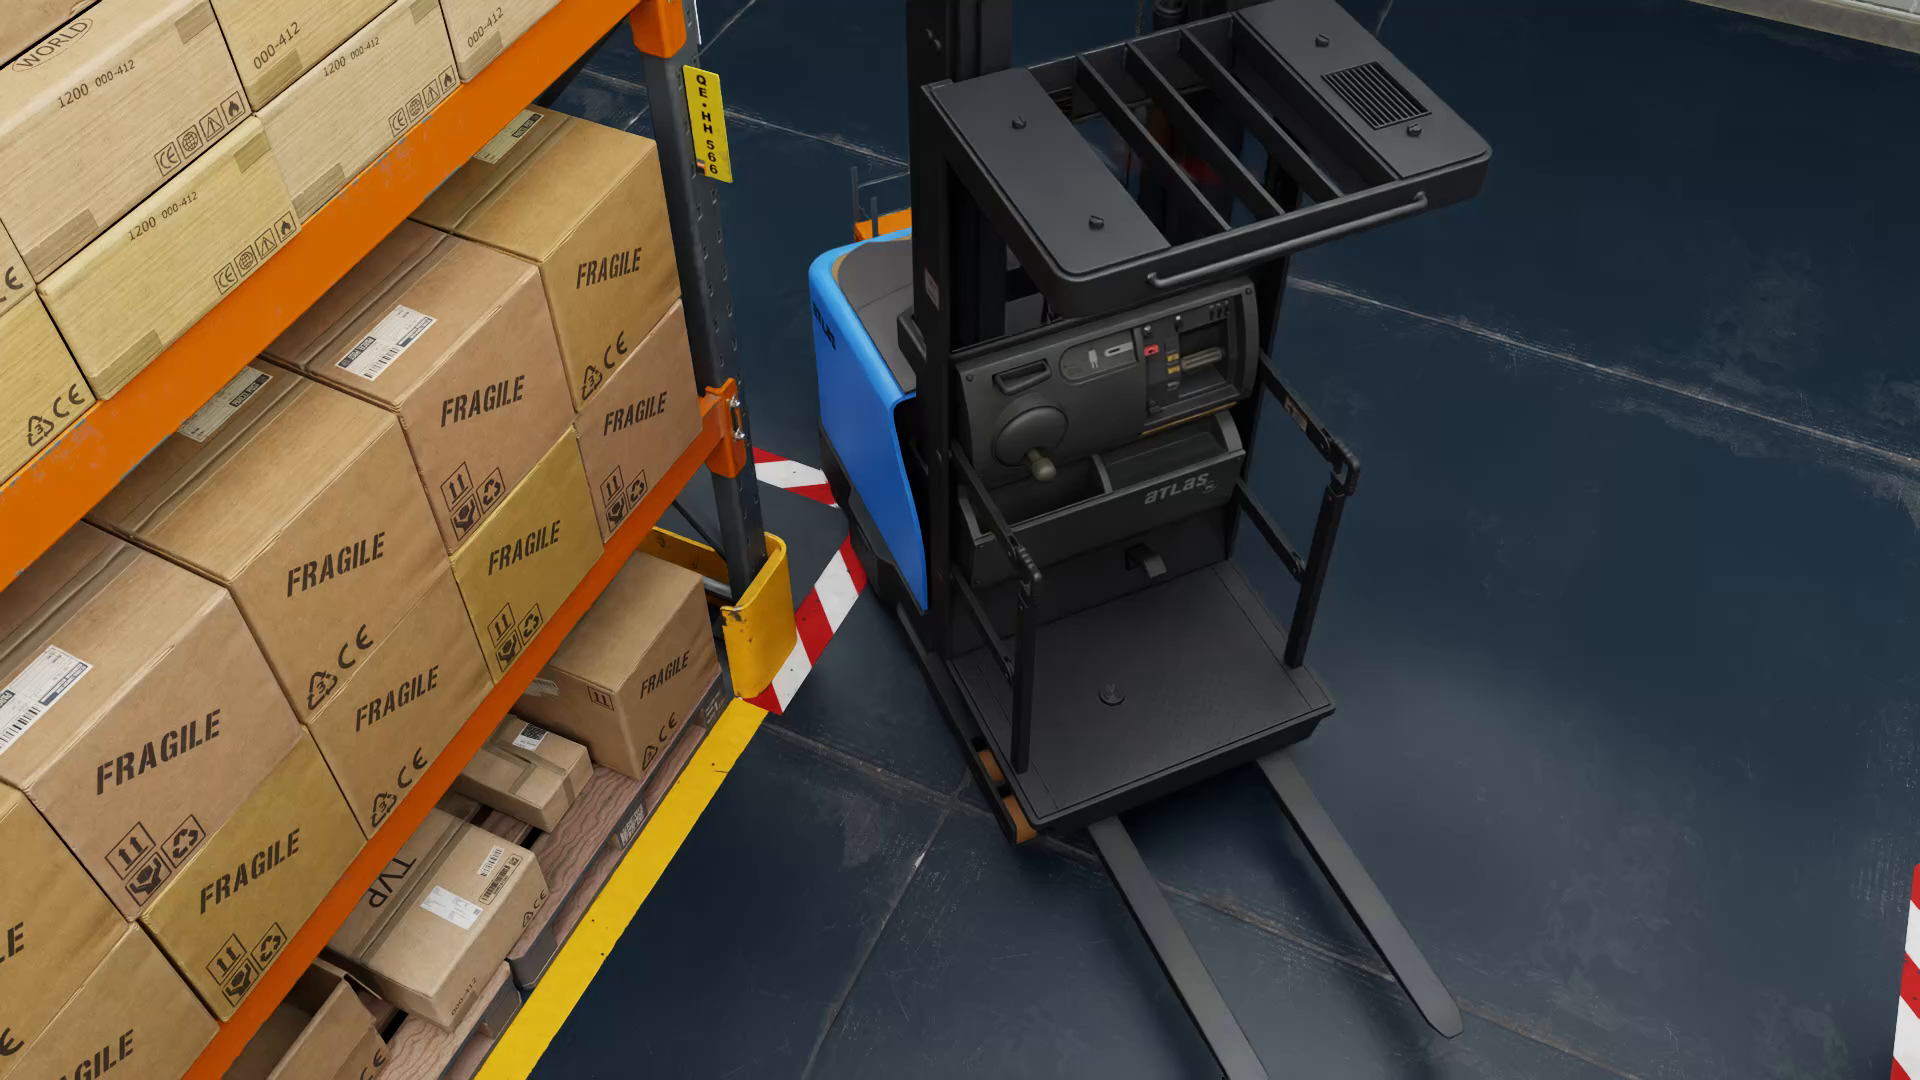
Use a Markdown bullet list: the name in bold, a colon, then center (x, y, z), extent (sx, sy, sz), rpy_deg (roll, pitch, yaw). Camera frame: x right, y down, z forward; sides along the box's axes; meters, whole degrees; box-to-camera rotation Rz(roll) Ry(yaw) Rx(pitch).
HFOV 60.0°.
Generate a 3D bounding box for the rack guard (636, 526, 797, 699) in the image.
- **rack guard**: center (-1.162, 0.098, 5.838), extent (1.175, 0.500, 0.348), rpy_deg (20, 52, 16)

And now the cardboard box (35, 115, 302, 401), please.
- **cardboard box**: center (-1.536, -0.559, 2.885), extent (0.500, 0.250, 0.500), rpy_deg (20, 52, 16)

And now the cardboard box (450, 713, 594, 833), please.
- **cardboard box**: center (-1.394, 0.715, 5.243), extent (0.380, 0.166, 0.250), rpy_deg (20, 52, 16)

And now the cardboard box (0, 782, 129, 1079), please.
- **cardboard box**: center (-1.943, 0.691, 2.970), extent (0.500, 0.500, 0.500), rpy_deg (18, 52, 15)

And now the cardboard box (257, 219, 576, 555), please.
- **cardboard box**: center (-1.286, -0.377, 3.879), extent (0.500, 0.500, 0.500), rpy_deg (21, 53, 17)

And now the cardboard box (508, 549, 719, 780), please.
- **cardboard box**: center (-1.139, 0.358, 5.329), extent (0.500, 0.500, 0.500), rpy_deg (20, 52, 16)

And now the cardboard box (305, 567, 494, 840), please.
- **cardboard box**: center (-1.512, 0.300, 3.959), extent (0.500, 0.500, 0.500), rpy_deg (20, 53, 16)

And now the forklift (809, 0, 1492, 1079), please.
- **forklift**: center (0.527, -0.349, 4.622), extent (1.130, 2.935, 3.031), rpy_deg (-19, 52, -15)

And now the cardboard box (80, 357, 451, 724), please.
- **cardboard box**: center (-1.504, -0.018, 3.574), extent (0.500, 0.500, 0.500), rpy_deg (21, 53, 17)

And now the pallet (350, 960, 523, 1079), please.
- **pallet**: center (-2.024, 1.578, 4.769), extent (1.003, 0.211, 1.213), rpy_deg (20, 52, 16)

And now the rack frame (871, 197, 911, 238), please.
- **rack frame**: center (-0.194, -0.812, 6.153), extent (0.240, 1.200, 0.006), rpy_deg (-19, 52, -15)

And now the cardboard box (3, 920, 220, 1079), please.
- **cardboard box**: center (-1.943, 0.998, 3.366), extent (0.500, 0.500, 0.500), rpy_deg (20, 52, 16)

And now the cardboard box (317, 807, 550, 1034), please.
- **cardboard box**: center (-1.572, 1.083, 4.875), extent (0.500, 0.250, 0.500), rpy_deg (20, 52, 16)

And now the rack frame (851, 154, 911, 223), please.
- **rack frame**: center (-0.268, -0.939, 6.261), extent (0.240, 1.200, 0.006), rpy_deg (-19, 52, -15)

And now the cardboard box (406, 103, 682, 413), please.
- **cardboard box**: center (-1.071, -0.725, 4.175), extent (0.500, 0.500, 0.500), rpy_deg (19, 52, 16)

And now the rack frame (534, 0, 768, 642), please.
- **rack frame**: center (-1.130, -0.764, 4.931), extent (1.000, 3.000, 0.127), rpy_deg (20, 52, 16)

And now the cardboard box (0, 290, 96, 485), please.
- **cardboard box**: center (-1.764, -0.220, 2.597), extent (0.500, 0.250, 0.500), rpy_deg (20, 52, 16)

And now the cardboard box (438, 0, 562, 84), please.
- **cardboard box**: center (-1.111, -1.248, 3.472), extent (0.500, 0.250, 0.500), rpy_deg (20, 52, 16)

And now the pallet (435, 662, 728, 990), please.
- **pallet**: center (-1.502, 0.741, 5.481), extent (1.003, 0.211, 1.213), rpy_deg (20, 52, 16)

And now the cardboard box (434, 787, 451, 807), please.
- **cardboard box**: center (-1.832, 0.611, 5.278), extent (0.500, 0.250, 0.500), rpy_deg (20, 52, 16)

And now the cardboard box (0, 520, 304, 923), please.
- **cardboard box**: center (-1.723, 0.335, 3.273), extent (0.500, 0.500, 0.500), rpy_deg (21, 53, 17)

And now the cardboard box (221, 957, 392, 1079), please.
- **cardboard box**: center (-2.041, 1.361, 4.473), extent (0.797, 0.503, 0.637), rpy_deg (20, 52, 16)

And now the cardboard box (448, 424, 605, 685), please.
- **cardboard box**: center (-1.293, -0.041, 4.250), extent (0.500, 0.500, 0.500), rpy_deg (20, 53, 16)

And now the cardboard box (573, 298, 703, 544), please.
- **cardboard box**: center (-1.075, -0.400, 4.555), extent (0.500, 0.500, 0.500), rpy_deg (21, 53, 17)

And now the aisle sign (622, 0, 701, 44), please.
- **aisle sign**: center (-0.824, -1.554, 3.896), extent (0.394, 0.787, 0.004), rpy_deg (20, 52, 16)

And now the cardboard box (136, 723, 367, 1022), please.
- **cardboard box**: center (-1.727, 0.647, 3.664), extent (0.500, 0.500, 0.500), rpy_deg (19, 52, 16)

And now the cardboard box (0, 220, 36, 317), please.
- **cardboard box**: center (-1.757, -0.379, 2.404), extent (0.500, 0.250, 0.500), rpy_deg (20, 52, 16)

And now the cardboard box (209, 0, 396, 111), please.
- **cardboard box**: center (-1.332, -1.069, 2.991), extent (0.500, 0.250, 0.500), rpy_deg (20, 52, 16)

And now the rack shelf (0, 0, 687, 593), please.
- **rack shelf**: center (-1.984, -0.126, 2.891), extent (1.077, 0.370, 4.000), rpy_deg (20, 52, 16)

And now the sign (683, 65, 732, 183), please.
- **sign**: center (-0.636, -1.048, 4.204), extent (0.100, 0.325, 0.005), rpy_deg (20, 52, 16)

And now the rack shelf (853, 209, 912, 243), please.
- **rack shelf**: center (-0.231, -1.080, 5.967), extent (0.258, 0.103, 0.180), rpy_deg (-19, 52, -15)

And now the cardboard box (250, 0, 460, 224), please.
- **cardboard box**: center (-1.334, -0.908, 3.182), extent (0.500, 0.250, 0.500), rpy_deg (20, 52, 16)

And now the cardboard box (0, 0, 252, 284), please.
- **cardboard box**: center (-1.549, -0.726, 2.699), extent (0.500, 0.250, 0.500), rpy_deg (20, 52, 16)

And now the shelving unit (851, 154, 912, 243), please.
- **shelving unit**: center (-0.231, -0.875, 6.207), extent (0.258, 1.200, 0.189), rpy_deg (-19, 52, -15)

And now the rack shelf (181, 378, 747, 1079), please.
- **rack shelf**: center (-1.984, 0.846, 4.033), extent (1.077, 0.370, 4.000), rpy_deg (20, 52, 16)
